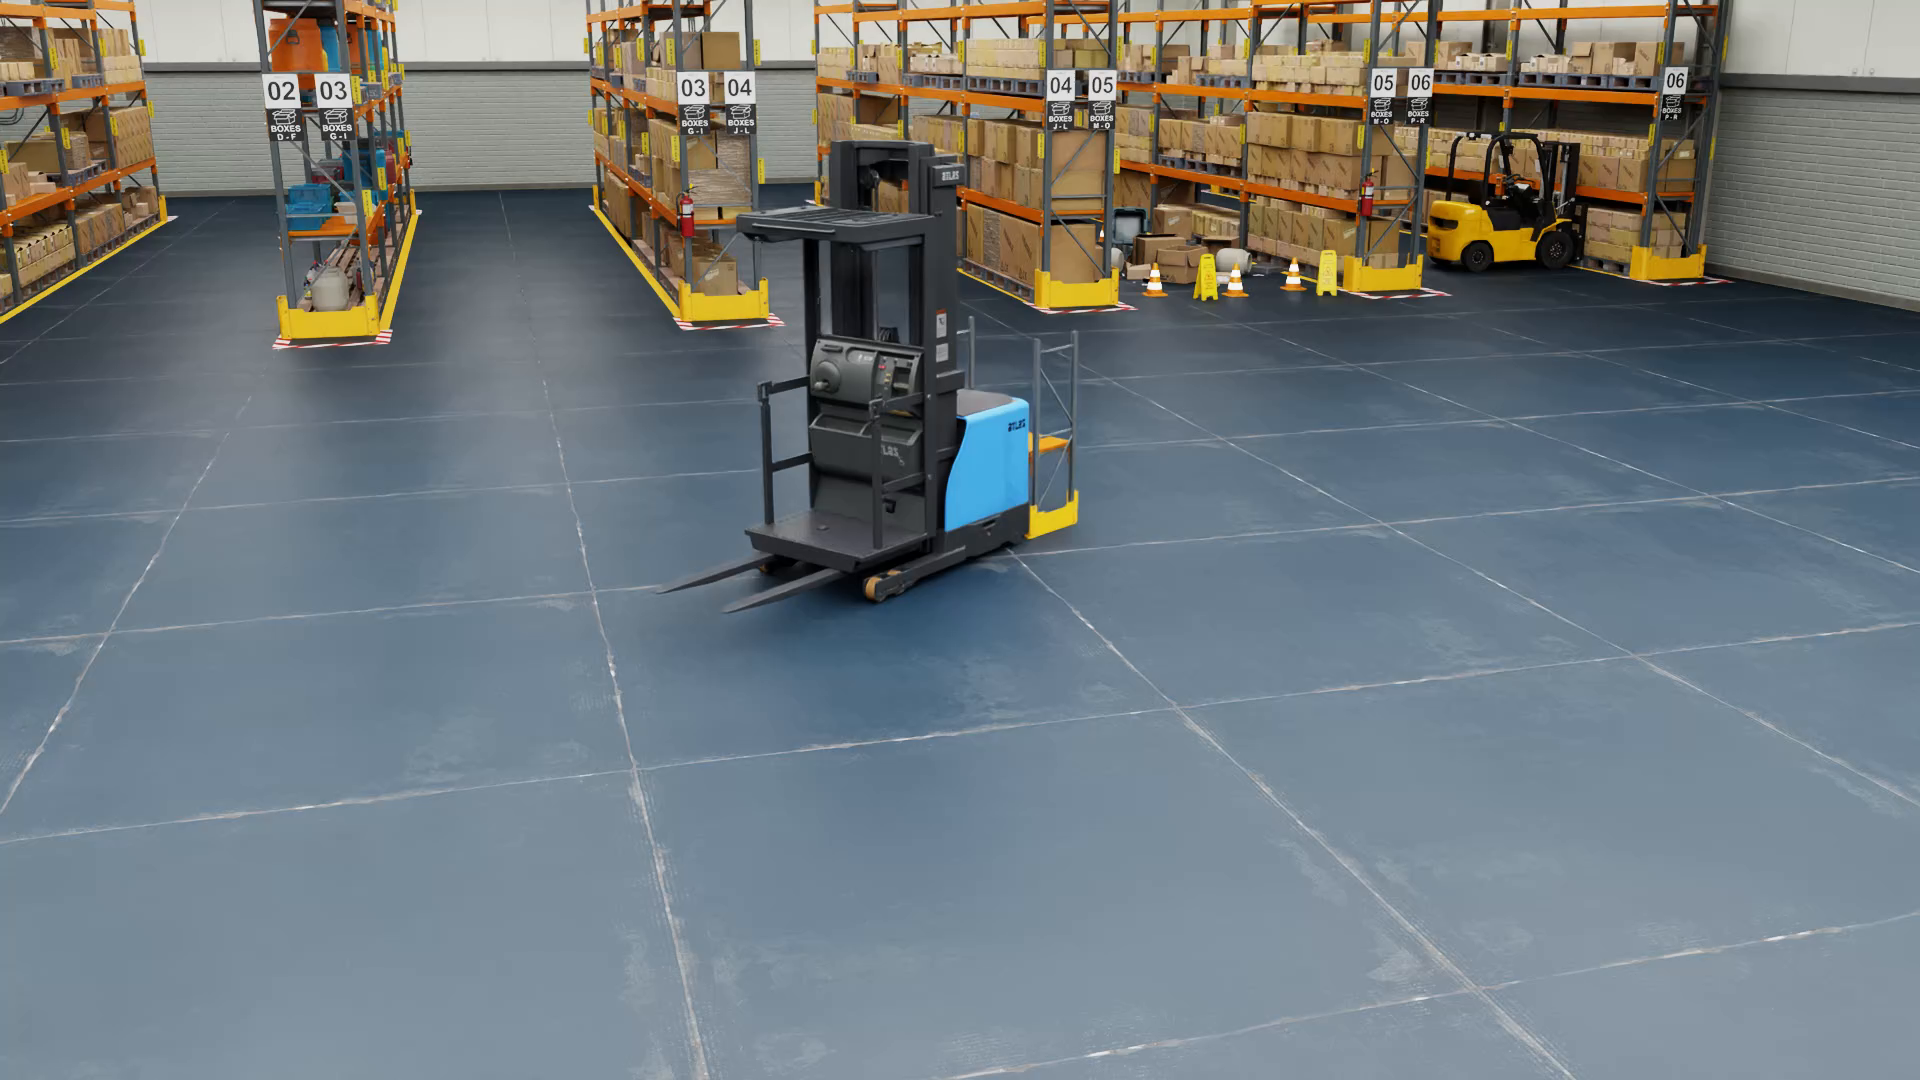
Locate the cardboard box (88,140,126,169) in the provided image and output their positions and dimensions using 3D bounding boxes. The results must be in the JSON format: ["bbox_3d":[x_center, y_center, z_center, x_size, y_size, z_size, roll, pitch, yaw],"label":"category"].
[{"bbox_3d":[-15.857,-7.162,30.909,0.500,0.500,0.500,-4,17,-14],"label":"cardboard box"}]

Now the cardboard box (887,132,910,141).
[{"bbox_3d":[-1.132,-7.457,30.736,0.380,0.149,0.250,-5,18,-17],"label":"cardboard box"}]

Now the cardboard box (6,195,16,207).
[{"bbox_3d":[-13.827,-4.880,23.921,0.380,0.149,0.250,-5,17,-15],"label":"cardboard box"}]

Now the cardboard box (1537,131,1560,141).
[{"bbox_3d":[10.057,-6.873,28.302,0.380,0.149,0.250,-4,17,-14],"label":"cardboard box"}]

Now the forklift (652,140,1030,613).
[{"bbox_3d":[-0.776,-1.150,11.187,1.130,2.935,3.031,12,21,36],"label":"forklift"}]

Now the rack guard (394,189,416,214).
[{"bbox_3d":[-12.334,-7.258,35.744,1.175,0.500,0.348,-5,17,-15],"label":"rack guard"}]

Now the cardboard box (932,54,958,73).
[{"bbox_3d":[-0.151,-7.996,27.894,0.500,0.311,0.500,-5,18,-17],"label":"cardboard box"}]

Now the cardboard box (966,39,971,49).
[{"bbox_3d":[0.315,-7.705,25.822,0.380,0.149,0.250,-5,17,-15],"label":"cardboard box"}]

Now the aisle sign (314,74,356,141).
[{"bbox_3d":[-7.616,-5.272,20.269,0.394,0.787,0.004,-5,17,-15],"label":"aisle sign"}]

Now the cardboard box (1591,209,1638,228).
[{"bbox_3d":[10.572,-5.199,26.856,0.500,0.250,0.500,-4,17,-14],"label":"cardboard box"}]

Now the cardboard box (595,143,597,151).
[{"bbox_3d":[-7.700,-8.525,36.056,0.380,0.149,0.250,-5,17,-16],"label":"cardboard box"}]

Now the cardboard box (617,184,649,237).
[{"bbox_3d":[-5.523,-6.004,30.189,1.225,0.875,0.875,-6,18,-18],"label":"cardboard box"}]

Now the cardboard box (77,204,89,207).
[{"bbox_3d":[-16.080,-5.813,30.169,0.500,0.500,0.500,-6,18,-18],"label":"cardboard box"}]

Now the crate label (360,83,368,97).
[{"bbox_3d":[-8.114,-5.933,22.033,0.502,0.251,0.408,-5,17,-15],"label":"crate label"}]

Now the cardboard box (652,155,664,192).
[{"bbox_3d":[-4.087,-5.441,24.662,0.875,0.500,0.500,-5,17,-15],"label":"cardboard box"}]

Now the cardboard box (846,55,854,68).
[{"bbox_3d":[-2.028,-9.810,34.075,0.500,0.250,0.500,-6,18,-18],"label":"cardboard box"}]

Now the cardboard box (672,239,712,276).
[{"bbox_3d":[-4.018,-4.254,25.014,0.500,0.500,0.500,1,17,2],"label":"cardboard box"}]

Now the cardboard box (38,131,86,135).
[{"bbox_3d":[-16.064,-7.052,29.812,0.700,0.500,0.500,-12,20,-34],"label":"cardboard box"}]

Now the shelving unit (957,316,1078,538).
[{"bbox_3d":[0.318,-0.893,12.817,1.083,1.500,0.587,14,22,39],"label":"shelving unit"}]

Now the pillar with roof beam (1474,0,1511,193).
[{"bbox_3d":[6.032,-10.048,30.261,9.100,9.000,0.400,-5,17,-15],"label":"pillar with roof beam"}]

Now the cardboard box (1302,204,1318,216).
[{"bbox_3d":[5.600,-5.193,26.143,0.380,0.149,0.250,-4,17,-13],"label":"cardboard box"}]

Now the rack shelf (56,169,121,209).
[{"bbox_3d":[-15.429,-6.054,28.644,1.077,0.370,4.000,-5,17,-15],"label":"rack shelf"}]

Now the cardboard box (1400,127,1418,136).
[{"bbox_3d":[8.825,-7.978,32.497,0.380,0.149,0.250,-4,17,-14],"label":"cardboard box"}]

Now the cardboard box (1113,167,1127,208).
[{"bbox_3d":[3.578,-7.287,34.460,0.875,0.875,0.875,-4,17,-14],"label":"cardboard box"}]

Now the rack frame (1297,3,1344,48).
[{"bbox_3d":[7.847,-11.784,36.041,1.000,3.000,0.127,-5,17,-15],"label":"rack frame"}]

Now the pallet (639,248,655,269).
[{"bbox_3d":[-4.809,-4.739,27.862,1.003,0.211,1.213,-5,17,-15],"label":"pallet"}]

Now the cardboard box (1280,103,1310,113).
[{"bbox_3d":[7.694,-9.774,38.216,0.500,0.500,0.500,-5,17,-17],"label":"cardboard box"}]

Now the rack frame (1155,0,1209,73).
[{"bbox_3d":[4.175,-10.284,31.048,1.000,3.000,0.127,-5,17,-15],"label":"rack frame"}]

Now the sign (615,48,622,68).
[{"bbox_3d":[-5.890,-8.308,28.647,0.100,0.325,0.005,-5,17,-15],"label":"sign"}]

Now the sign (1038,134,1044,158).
[{"bbox_3d":[1.116,-5.408,22.817,0.100,0.325,0.005,-5,17,-15],"label":"sign"}]

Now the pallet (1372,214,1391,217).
[{"bbox_3d":[8.777,-6.679,34.319,1.003,0.211,1.213,-5,17,-15],"label":"pallet"}]

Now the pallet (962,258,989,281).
[{"bbox_3d":[0.676,-4.334,26.512,1.003,0.211,1.213,-5,17,-15],"label":"pallet"}]

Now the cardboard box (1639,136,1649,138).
[{"bbox_3d":[11.079,-6.419,26.790,0.380,0.149,0.250,-5,17,-15],"label":"cardboard box"}]

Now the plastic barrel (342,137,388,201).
[{"bbox_3d":[-8.832,-5.501,24.679,0.600,0.901,0.708,-5,17,-15],"label":"plastic barrel"}]

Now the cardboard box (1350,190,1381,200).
[{"bbox_3d":[6.065,-5.165,24.868,0.380,0.149,0.250,-4,17,-13],"label":"cardboard box"}]

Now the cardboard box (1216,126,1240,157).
[{"bbox_3d":[4.789,-6.943,28.931,0.500,0.500,0.500,-5,17,-15],"label":"cardboard box"}]

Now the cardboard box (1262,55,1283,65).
[{"bbox_3d":[5.146,-7.820,27.110,0.380,0.149,0.250,-4,17,-14],"label":"cardboard box"}]

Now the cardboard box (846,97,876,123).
[{"bbox_3d":[-2.045,-8.876,34.359,0.500,0.500,0.500,-5,18,-17],"label":"cardboard box"}]

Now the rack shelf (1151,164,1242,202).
[{"bbox_3d":[4.724,-6.514,30.173,1.077,0.370,4.000,-5,17,-15],"label":"rack shelf"}]

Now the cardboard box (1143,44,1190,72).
[{"bbox_3d":[3.926,-9.191,31.712,0.797,0.503,0.637,-6,18,-19],"label":"cardboard box"}]

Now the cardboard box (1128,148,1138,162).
[{"bbox_3d":[3.631,-7.599,32.796,0.500,0.250,0.500,-4,17,-14],"label":"cardboard box"}]

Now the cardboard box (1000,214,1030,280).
[{"bbox_3d":[1.148,-4.388,24.810,0.875,0.875,0.875,-5,17,-16],"label":"cardboard box"}]

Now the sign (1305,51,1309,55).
[{"bbox_3d":[5.794,-8.034,27.871,0.100,0.325,0.005,-5,17,-15],"label":"sign"}]

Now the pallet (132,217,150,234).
[{"bbox_3d":[-16.506,-6.145,32.541,1.003,0.211,1.213,-5,17,-15],"label":"pallet"}]

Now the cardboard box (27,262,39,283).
[{"bbox_3d":[-13.792,-3.896,24.258,0.500,0.250,0.500,-4,17,-14],"label":"cardboard box"}]

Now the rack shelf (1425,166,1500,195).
[{"bbox_3d":[9.496,-6.907,31.483,1.077,0.370,4.000,-5,17,-15],"label":"rack shelf"}]

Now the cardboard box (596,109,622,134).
[{"bbox_3d":[-7.394,-8.835,35.091,0.500,0.500,0.500,-5,17,-17],"label":"cardboard box"}]

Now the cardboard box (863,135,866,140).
[{"bbox_3d":[-1.697,-7.887,32.685,0.380,0.149,0.250,-4,17,-13],"label":"cardboard box"}]

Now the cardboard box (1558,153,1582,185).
[{"bbox_3d":[10.334,-6.179,27.636,0.500,0.500,0.500,-5,17,-15],"label":"cardboard box"}]

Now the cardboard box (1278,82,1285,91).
[{"bbox_3d":[5.347,-7.306,26.785,0.380,0.149,0.250,-4,17,-14],"label":"cardboard box"}]

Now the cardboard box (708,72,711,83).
[{"bbox_3d":[-3.490,-6.104,21.913,0.380,0.149,0.250,-5,18,-17],"label":"cardboard box"}]

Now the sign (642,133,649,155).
[{"bbox_3d":[-4.787,-6.031,25.303,0.100,0.325,0.005,-5,17,-15],"label":"sign"}]

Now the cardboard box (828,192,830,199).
[{"bbox_3d":[-2.729,-7.657,36.954,0.380,0.149,0.250,-4,17,-15],"label":"cardboard box"}]

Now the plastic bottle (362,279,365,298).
[{"bbox_3d":[-8.116,-3.454,22.713,0.097,0.271,0.097,0,17,0],"label":"plastic bottle"}]

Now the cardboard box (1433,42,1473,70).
[{"bbox_3d":[9.191,-9.037,31.032,0.500,0.500,0.500,-4,17,-14],"label":"cardboard box"}]

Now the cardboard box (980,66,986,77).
[{"bbox_3d":[0.524,-7.113,25.238,0.380,0.149,0.250,-5,17,-16],"label":"cardboard box"}]

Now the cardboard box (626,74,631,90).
[{"bbox_3d":[-5.329,-7.700,27.920,0.500,0.250,0.500,-4,17,-14],"label":"cardboard box"}]
